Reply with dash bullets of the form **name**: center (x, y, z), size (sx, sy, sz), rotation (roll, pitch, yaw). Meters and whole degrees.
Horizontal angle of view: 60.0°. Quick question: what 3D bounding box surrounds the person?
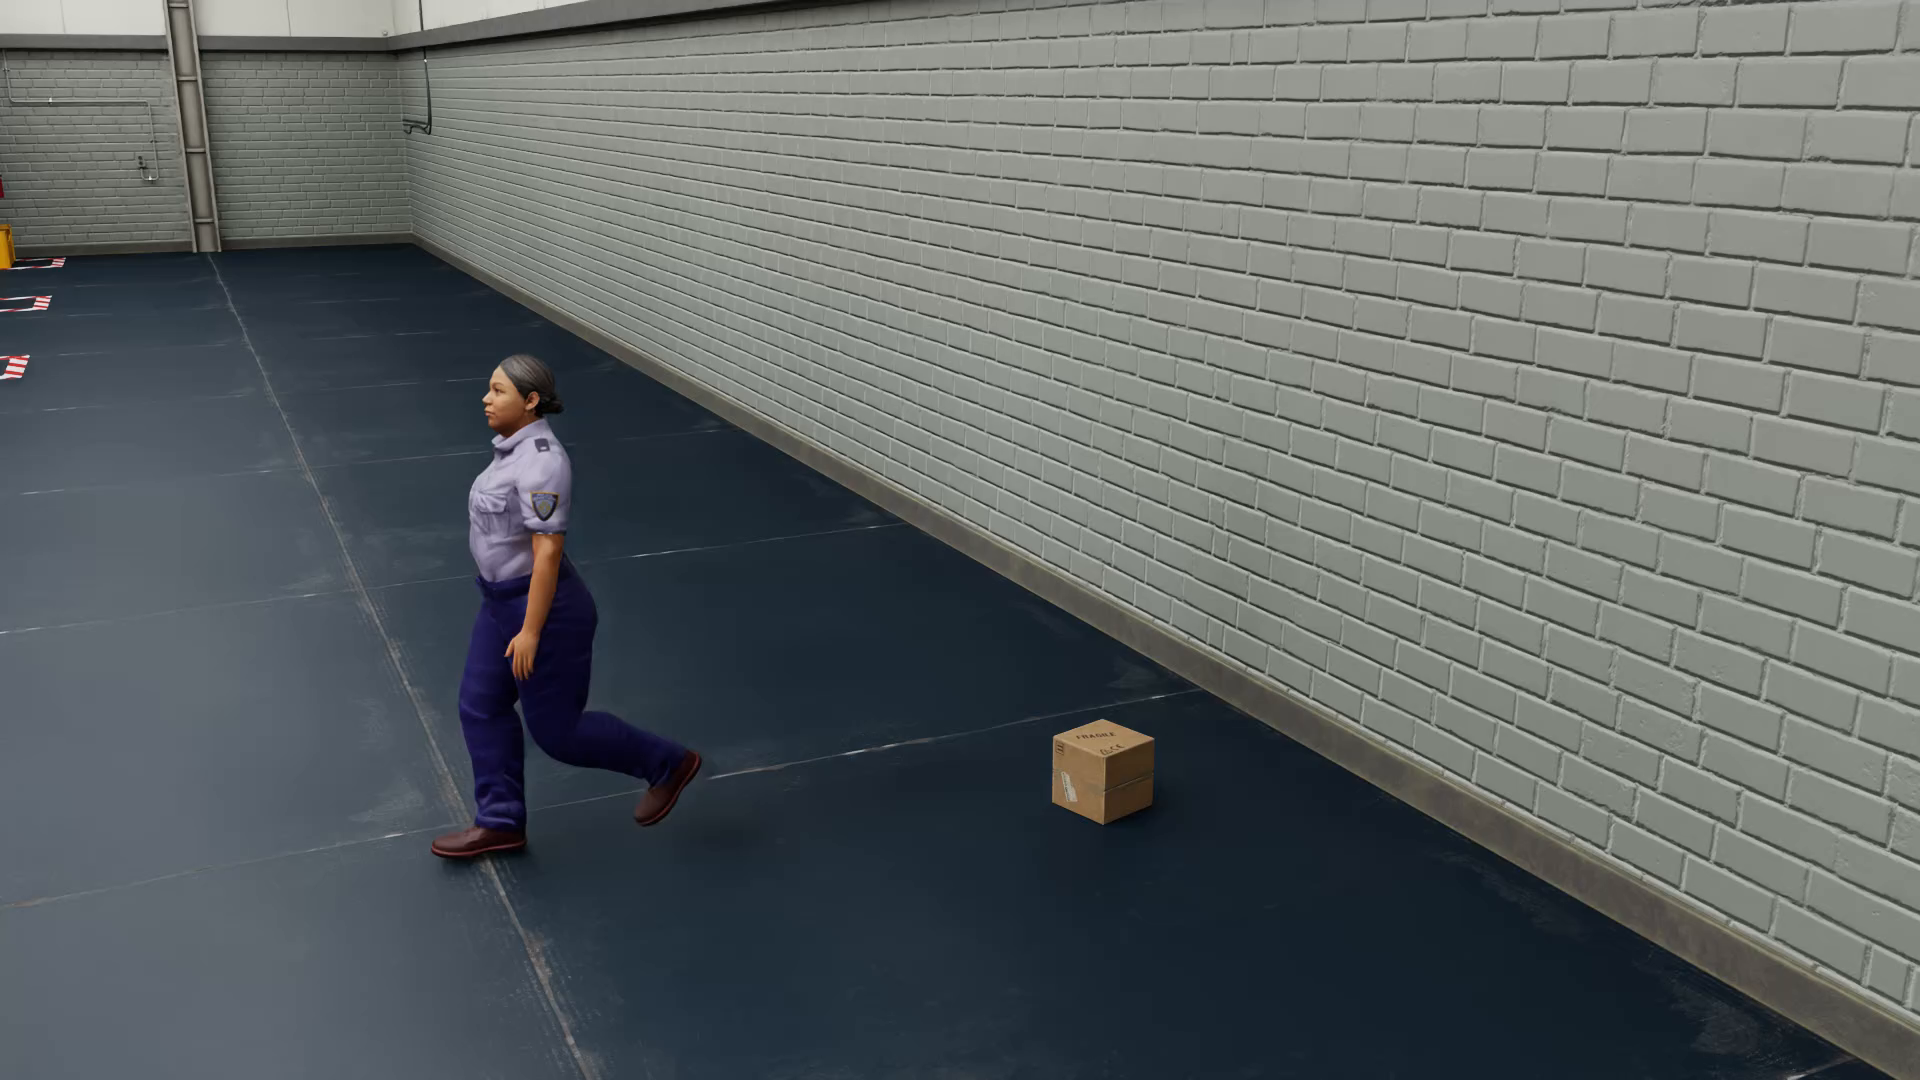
- **person**: center (-1.282, 0.212, 5.251), size (0.858, 1.605, 0.489), rotation (-7, 17, -25)
